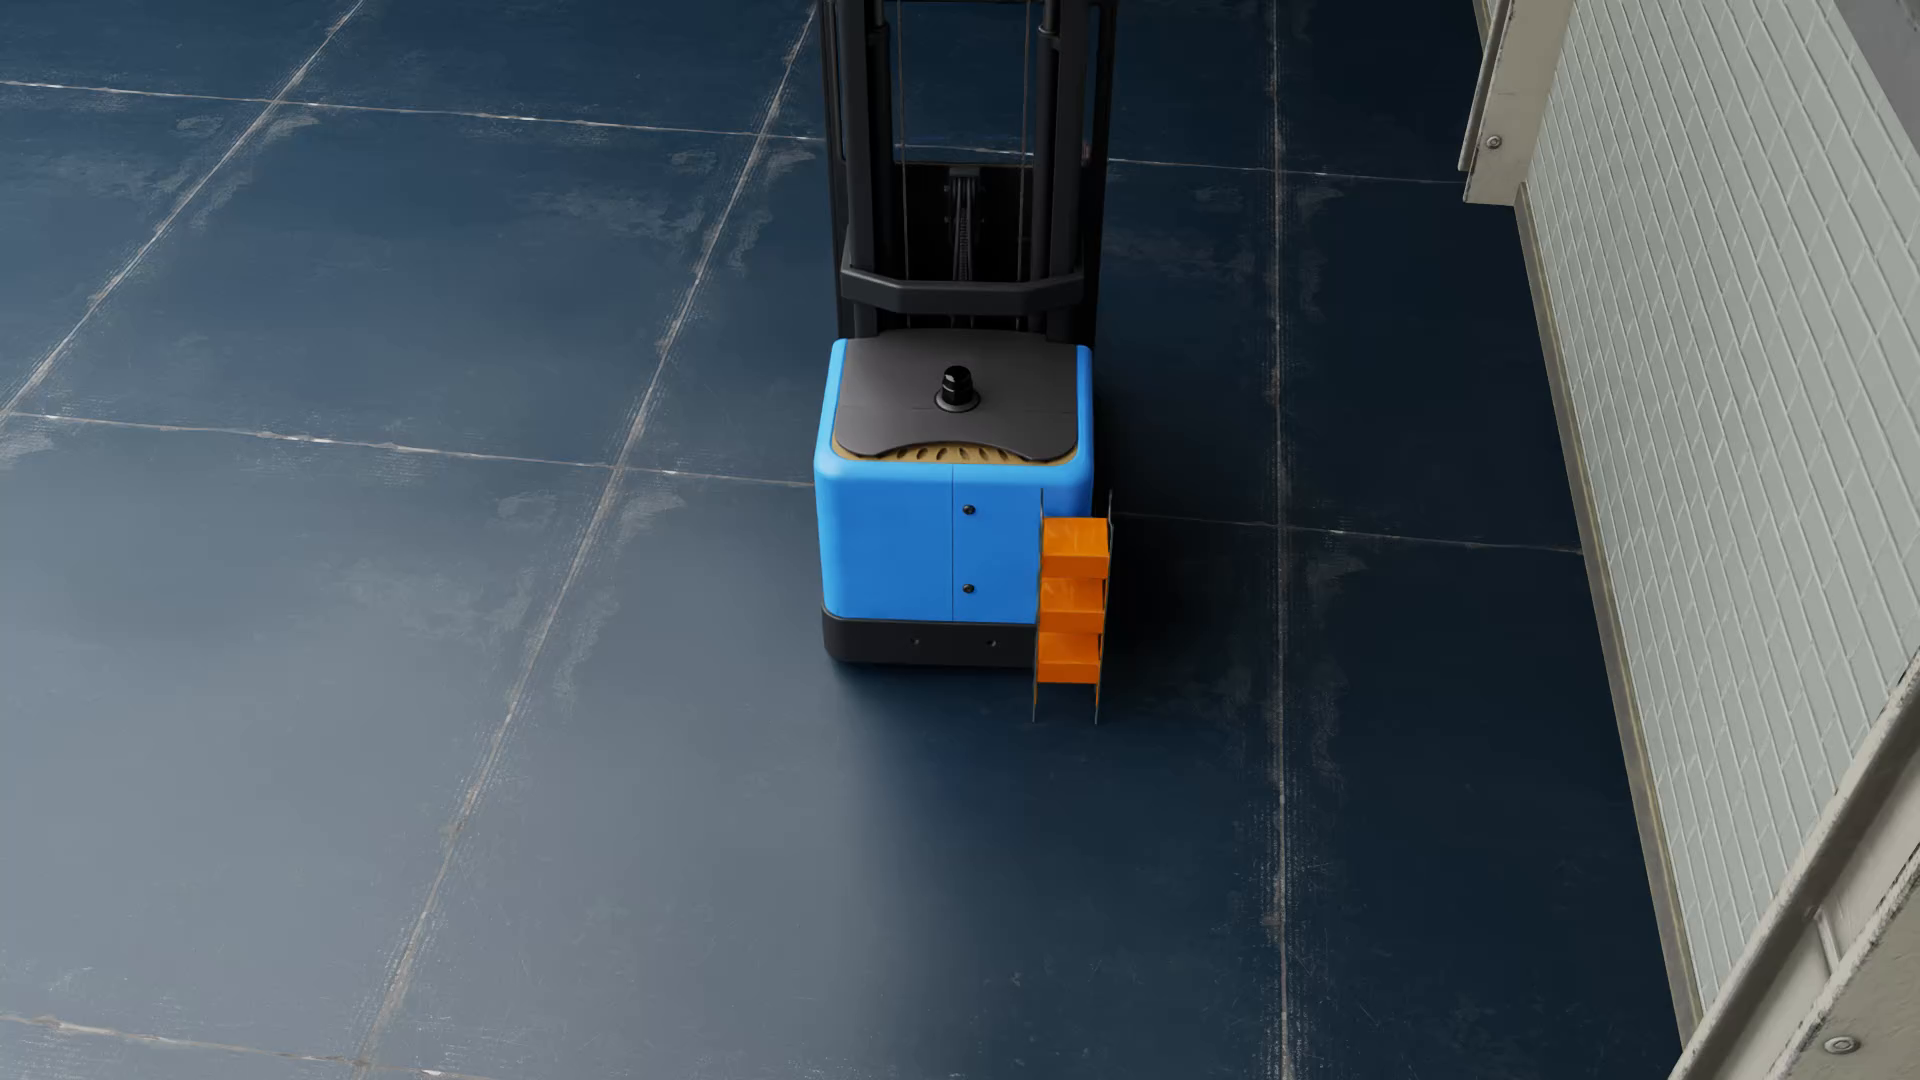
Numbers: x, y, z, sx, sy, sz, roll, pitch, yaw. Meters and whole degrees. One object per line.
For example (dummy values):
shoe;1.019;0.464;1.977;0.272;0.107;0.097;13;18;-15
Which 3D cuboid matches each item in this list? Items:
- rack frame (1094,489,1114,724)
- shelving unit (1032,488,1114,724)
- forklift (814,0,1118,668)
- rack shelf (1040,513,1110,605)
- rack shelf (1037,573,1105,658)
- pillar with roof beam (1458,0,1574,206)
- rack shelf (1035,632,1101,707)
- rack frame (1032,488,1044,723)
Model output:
rack frame;0.534;0.269;6.202;0.008;1.050;0.200;1;43;1
shelving unit;0.412;0.267;6.205;0.252;1.050;0.215;1;43;1
forklift;0.039;-1.553;6.758;1.130;2.935;3.031;2;43;2
rack shelf;0.412;0.068;6.017;0.240;0.259;0.215;1;43;1
rack shelf;0.412;0.274;6.212;0.240;0.259;0.215;1;43;1
pillar with roof beam;-1.292;-5.655;6.677;9.100;9.000;0.400;5;44;6
rack shelf;0.412;0.476;6.403;0.240;0.259;0.215;1;43;1
rack frame;0.290;0.264;6.208;0.008;1.050;0.200;1;43;1
